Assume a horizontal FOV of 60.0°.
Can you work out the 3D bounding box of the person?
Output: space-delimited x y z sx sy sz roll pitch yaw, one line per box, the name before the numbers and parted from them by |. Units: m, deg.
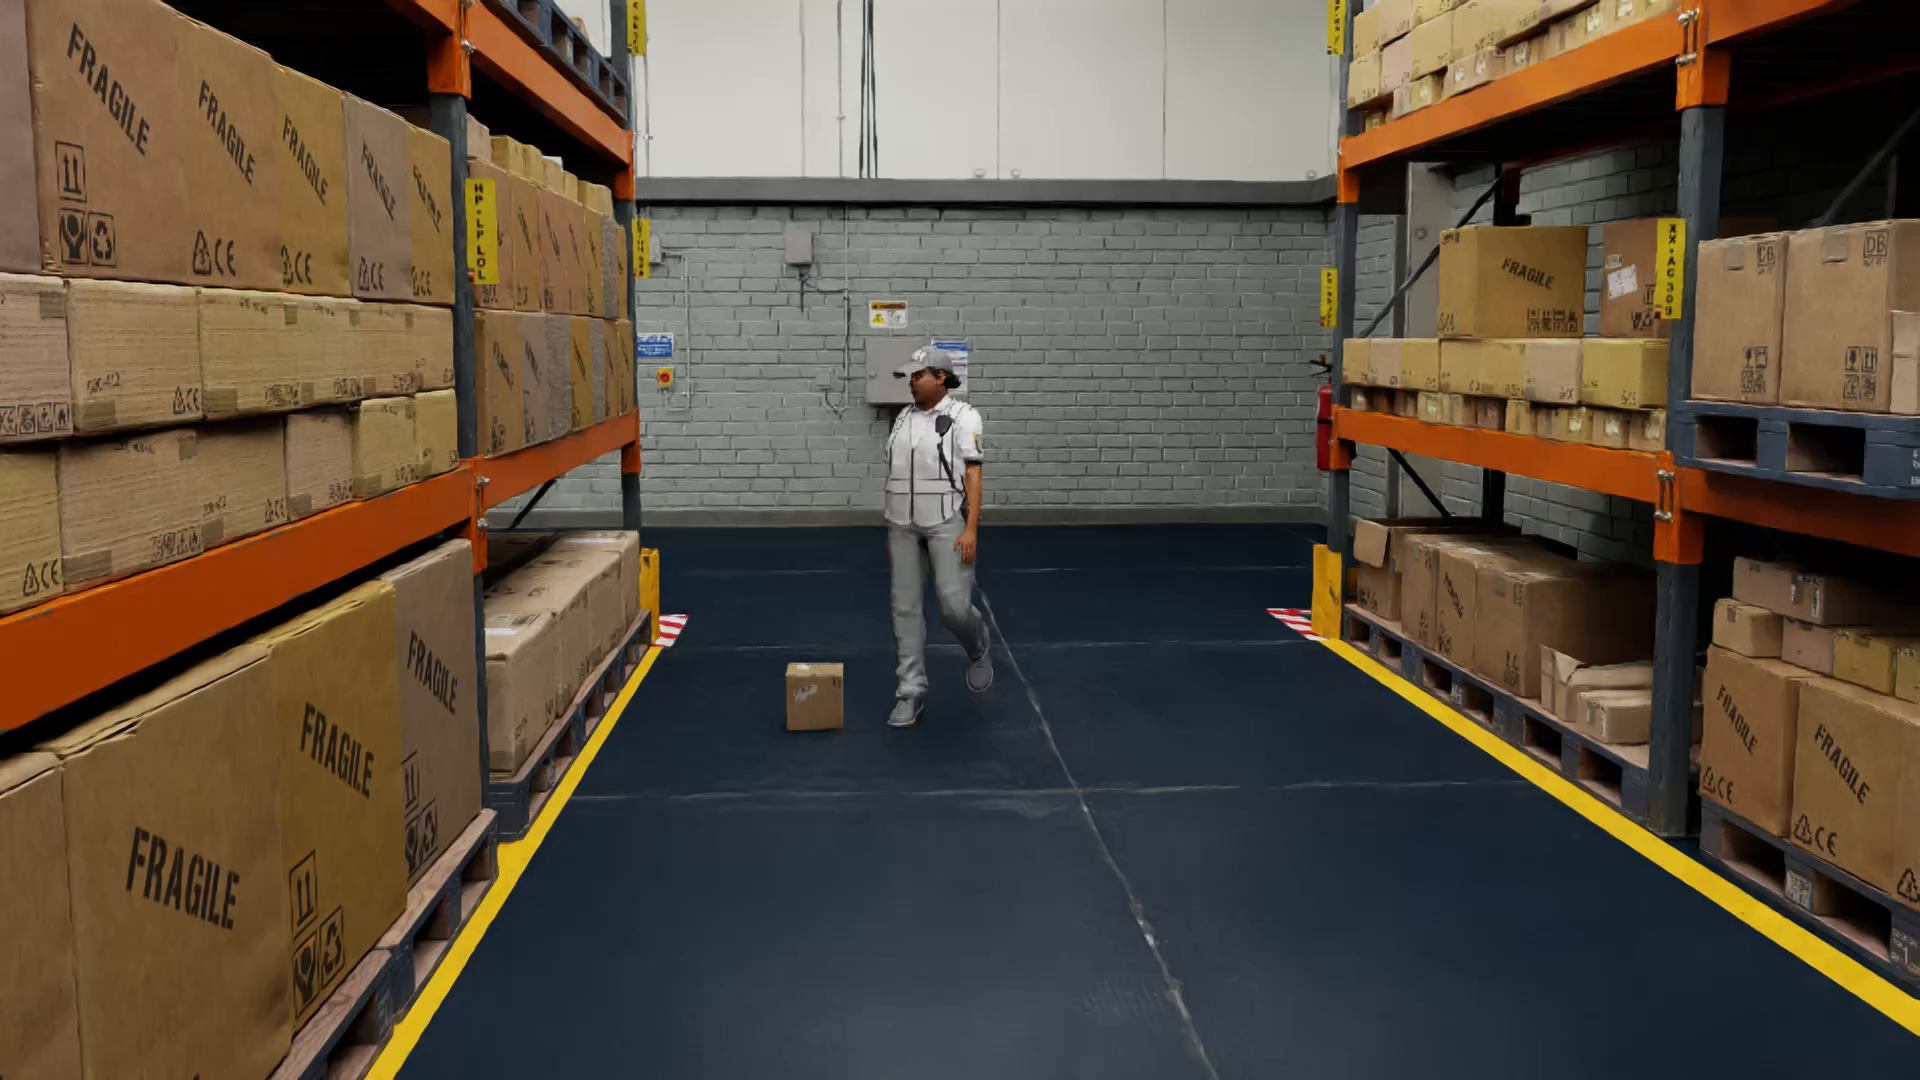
person | -0.127 -0.035 7.491 0.517 1.669 0.672 4 8 27
